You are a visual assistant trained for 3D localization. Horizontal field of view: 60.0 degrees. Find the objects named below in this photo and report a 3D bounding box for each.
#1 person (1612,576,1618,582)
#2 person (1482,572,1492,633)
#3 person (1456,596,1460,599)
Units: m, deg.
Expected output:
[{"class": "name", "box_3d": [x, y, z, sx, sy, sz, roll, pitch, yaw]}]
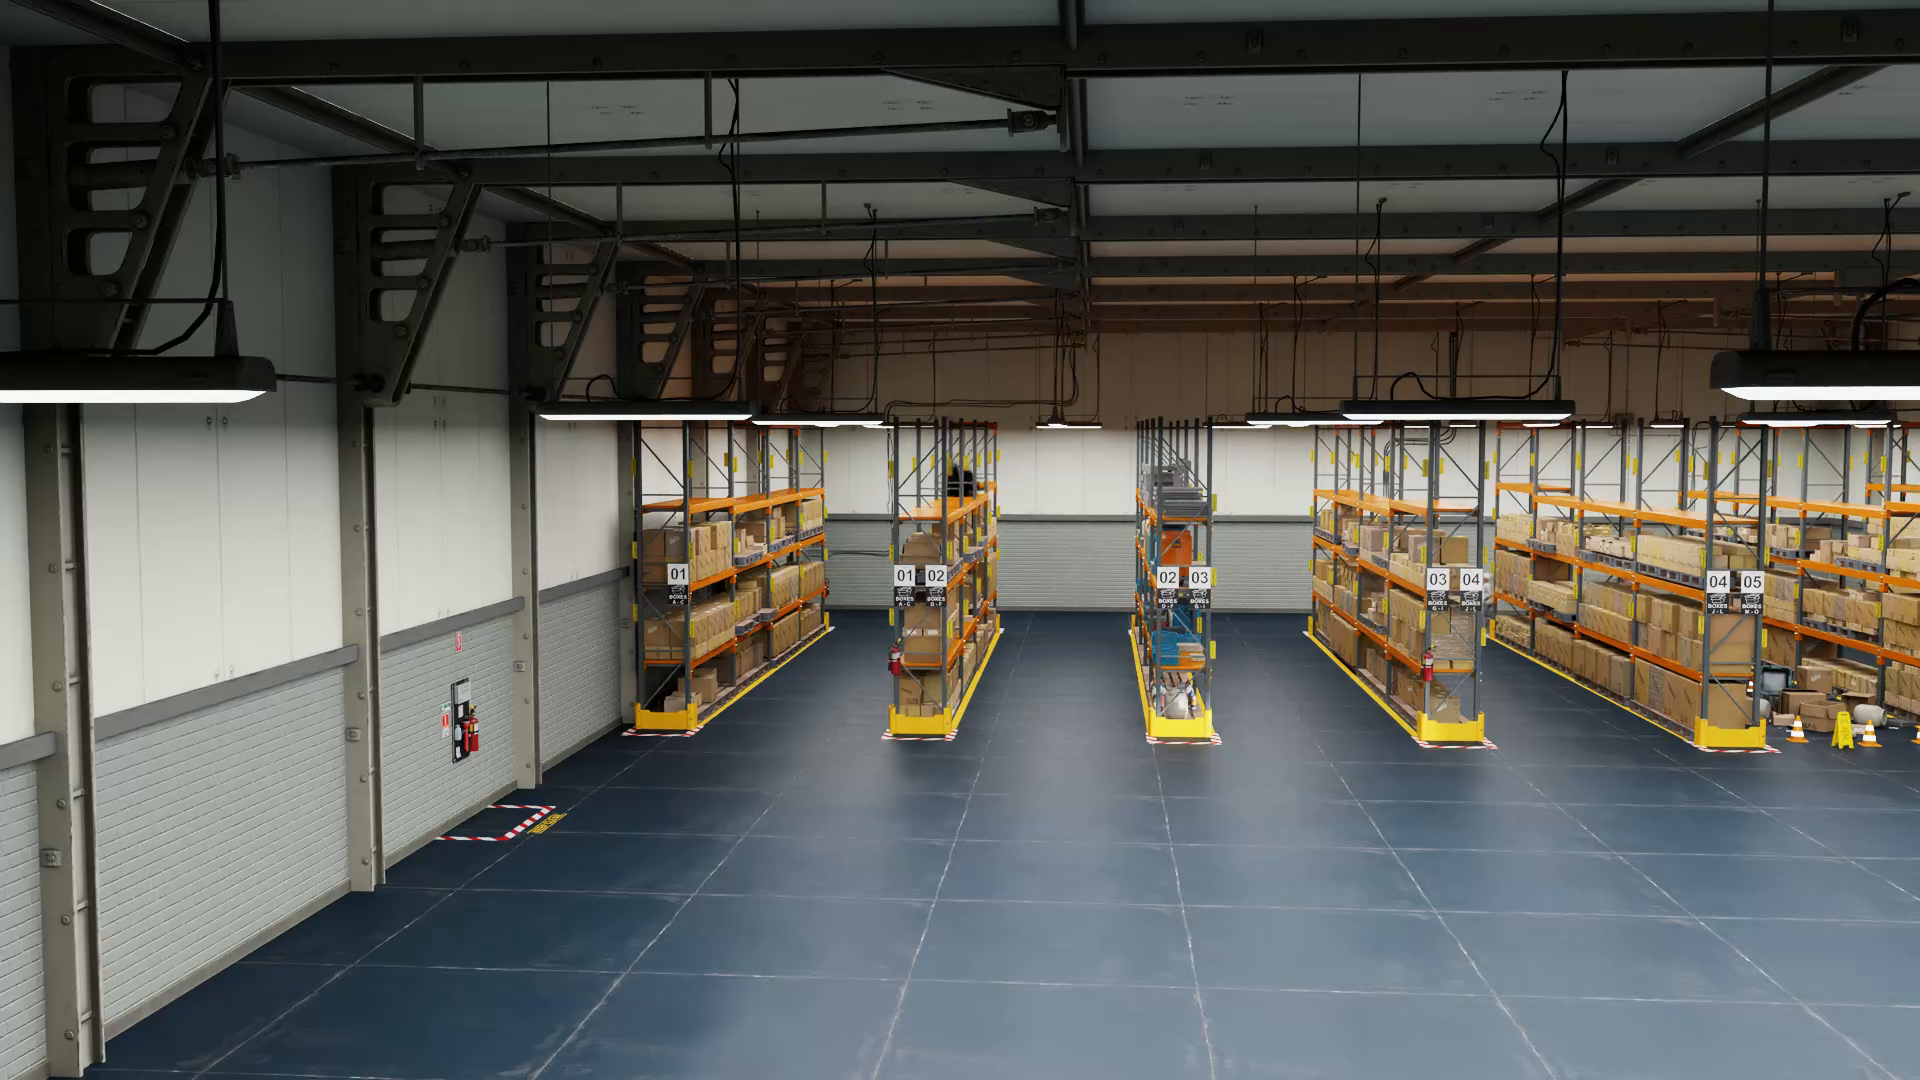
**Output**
[{"class": "person", "box_3d": [18.715, 1.806, 47.353, 0.604, 1.694, 0.674, 0, 4, 5]}, {"class": "person", "box_3d": [14.918, 1.789, 47.253, 0.600, 1.743, 0.660, -1, 4, -8]}, {"class": "person", "box_3d": [14.298, 1.765, 47.263, 1.021, 1.720, 0.723, -2, 4, -22]}]
